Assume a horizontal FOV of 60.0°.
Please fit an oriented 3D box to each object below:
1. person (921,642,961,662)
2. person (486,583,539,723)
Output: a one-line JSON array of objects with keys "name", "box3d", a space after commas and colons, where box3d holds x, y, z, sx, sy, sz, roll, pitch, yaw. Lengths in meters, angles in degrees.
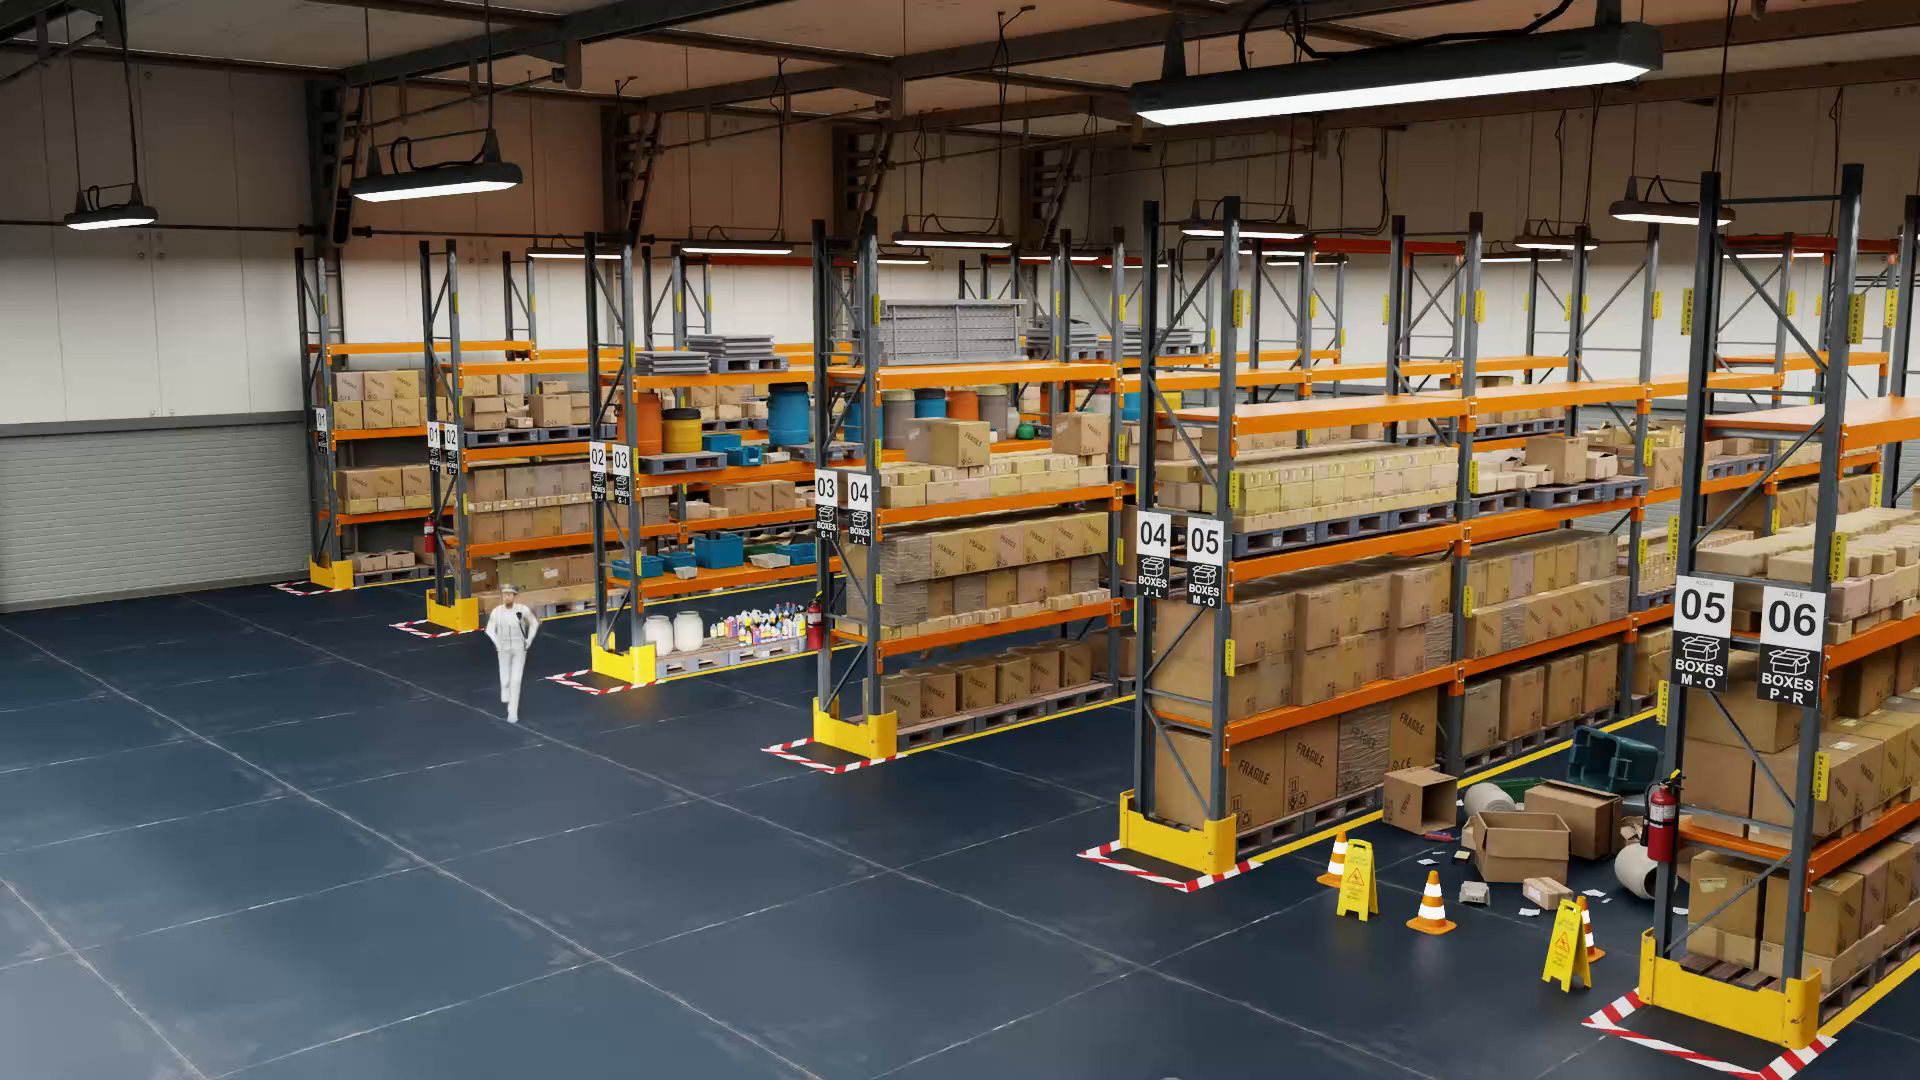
[{"name": "person", "box3d": [-0.265, 0.695, 22.552, 0.646, 1.846, 0.762, 5, 10, 31]}, {"name": "person", "box3d": [-5.520, 1.350, 20.548, 0.625, 1.699, 0.801, -1, 8, -9]}]
